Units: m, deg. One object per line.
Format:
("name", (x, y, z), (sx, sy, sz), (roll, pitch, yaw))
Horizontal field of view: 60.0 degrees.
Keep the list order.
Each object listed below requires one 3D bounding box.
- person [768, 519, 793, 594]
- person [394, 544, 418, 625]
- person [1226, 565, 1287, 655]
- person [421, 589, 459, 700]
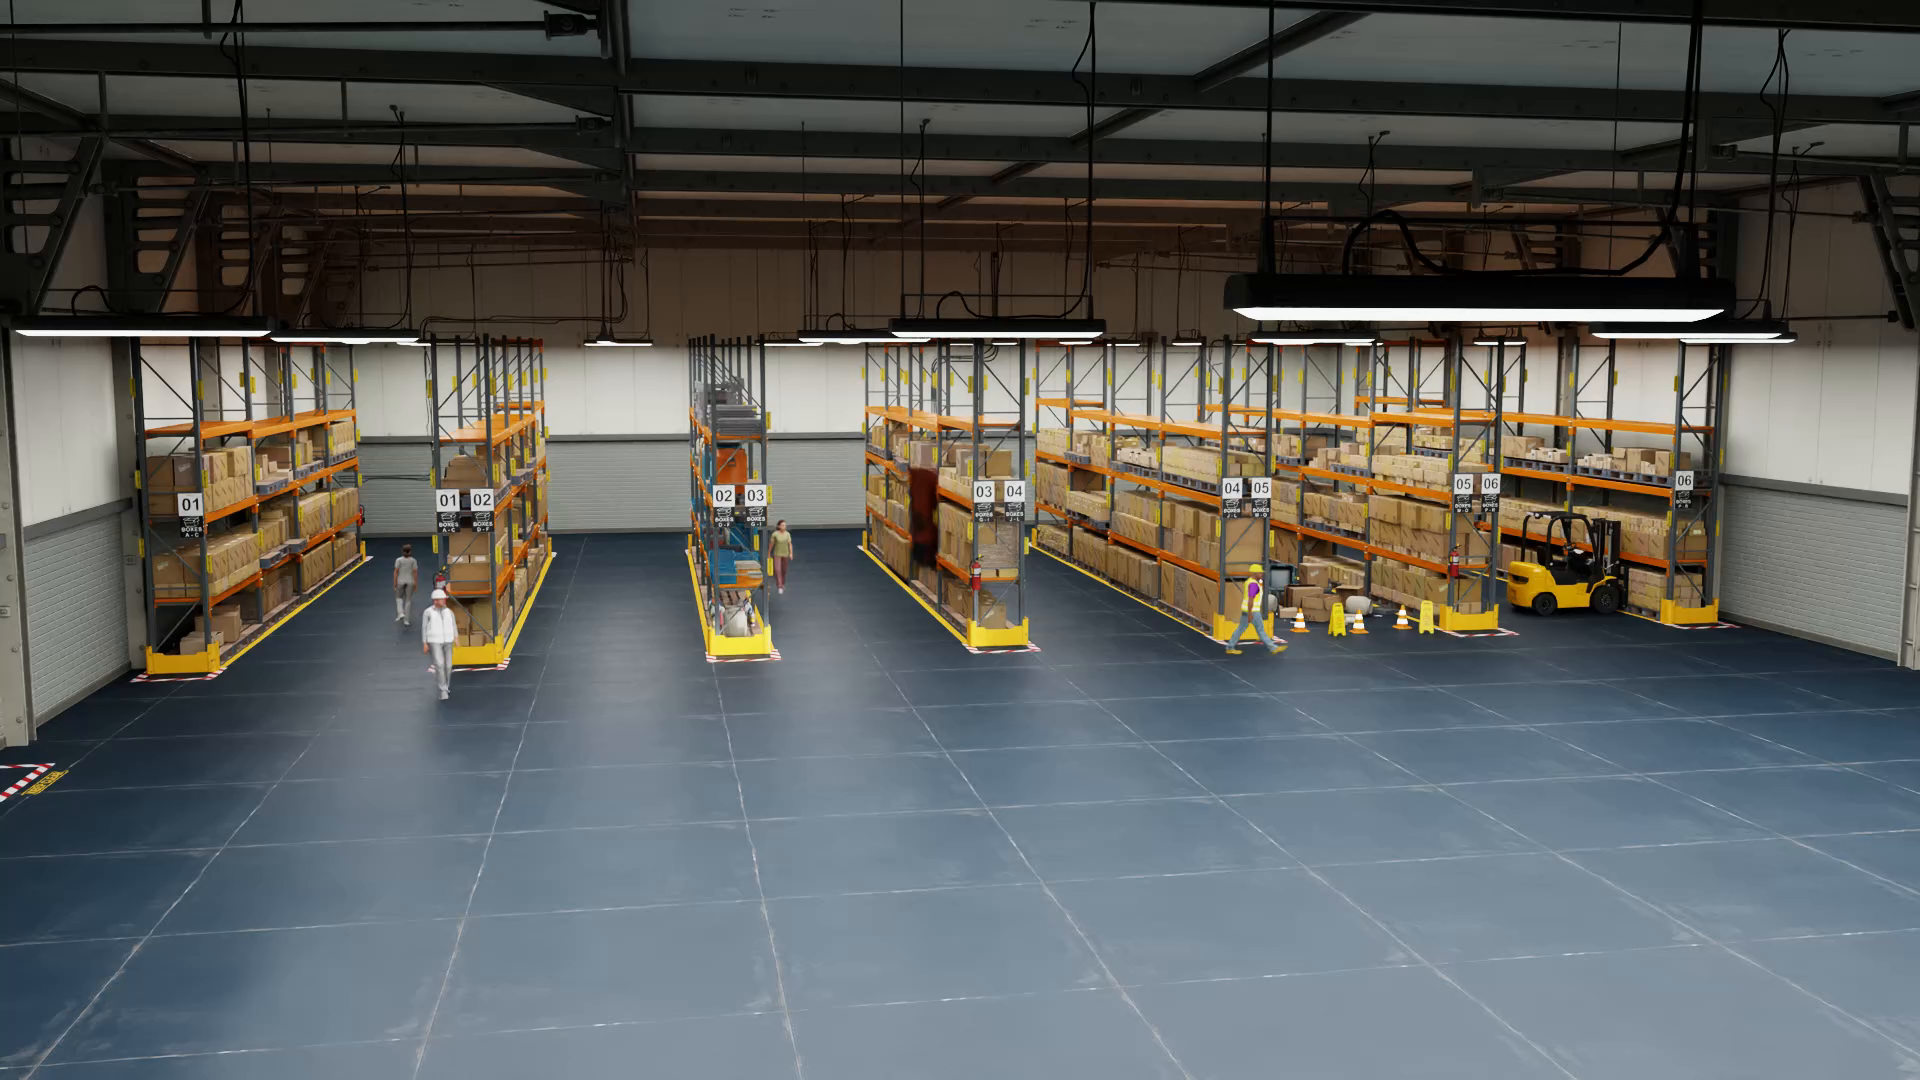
("person", (-3.990, 0.351, 37.081), (0.530, 1.612, 1.010), (-2, 7, -20))
("person", (-11.524, 0.929, 34.597), (0.486, 1.663, 0.464), (-2, 7, -14))
("person", (5.522, 1.298, 31.082), (1.092, 1.692, 0.594), (-1, 7, -9))
("person", (-8.522, 1.722, 27.492), (0.571, 1.772, 0.765), (-6, 9, -42))
